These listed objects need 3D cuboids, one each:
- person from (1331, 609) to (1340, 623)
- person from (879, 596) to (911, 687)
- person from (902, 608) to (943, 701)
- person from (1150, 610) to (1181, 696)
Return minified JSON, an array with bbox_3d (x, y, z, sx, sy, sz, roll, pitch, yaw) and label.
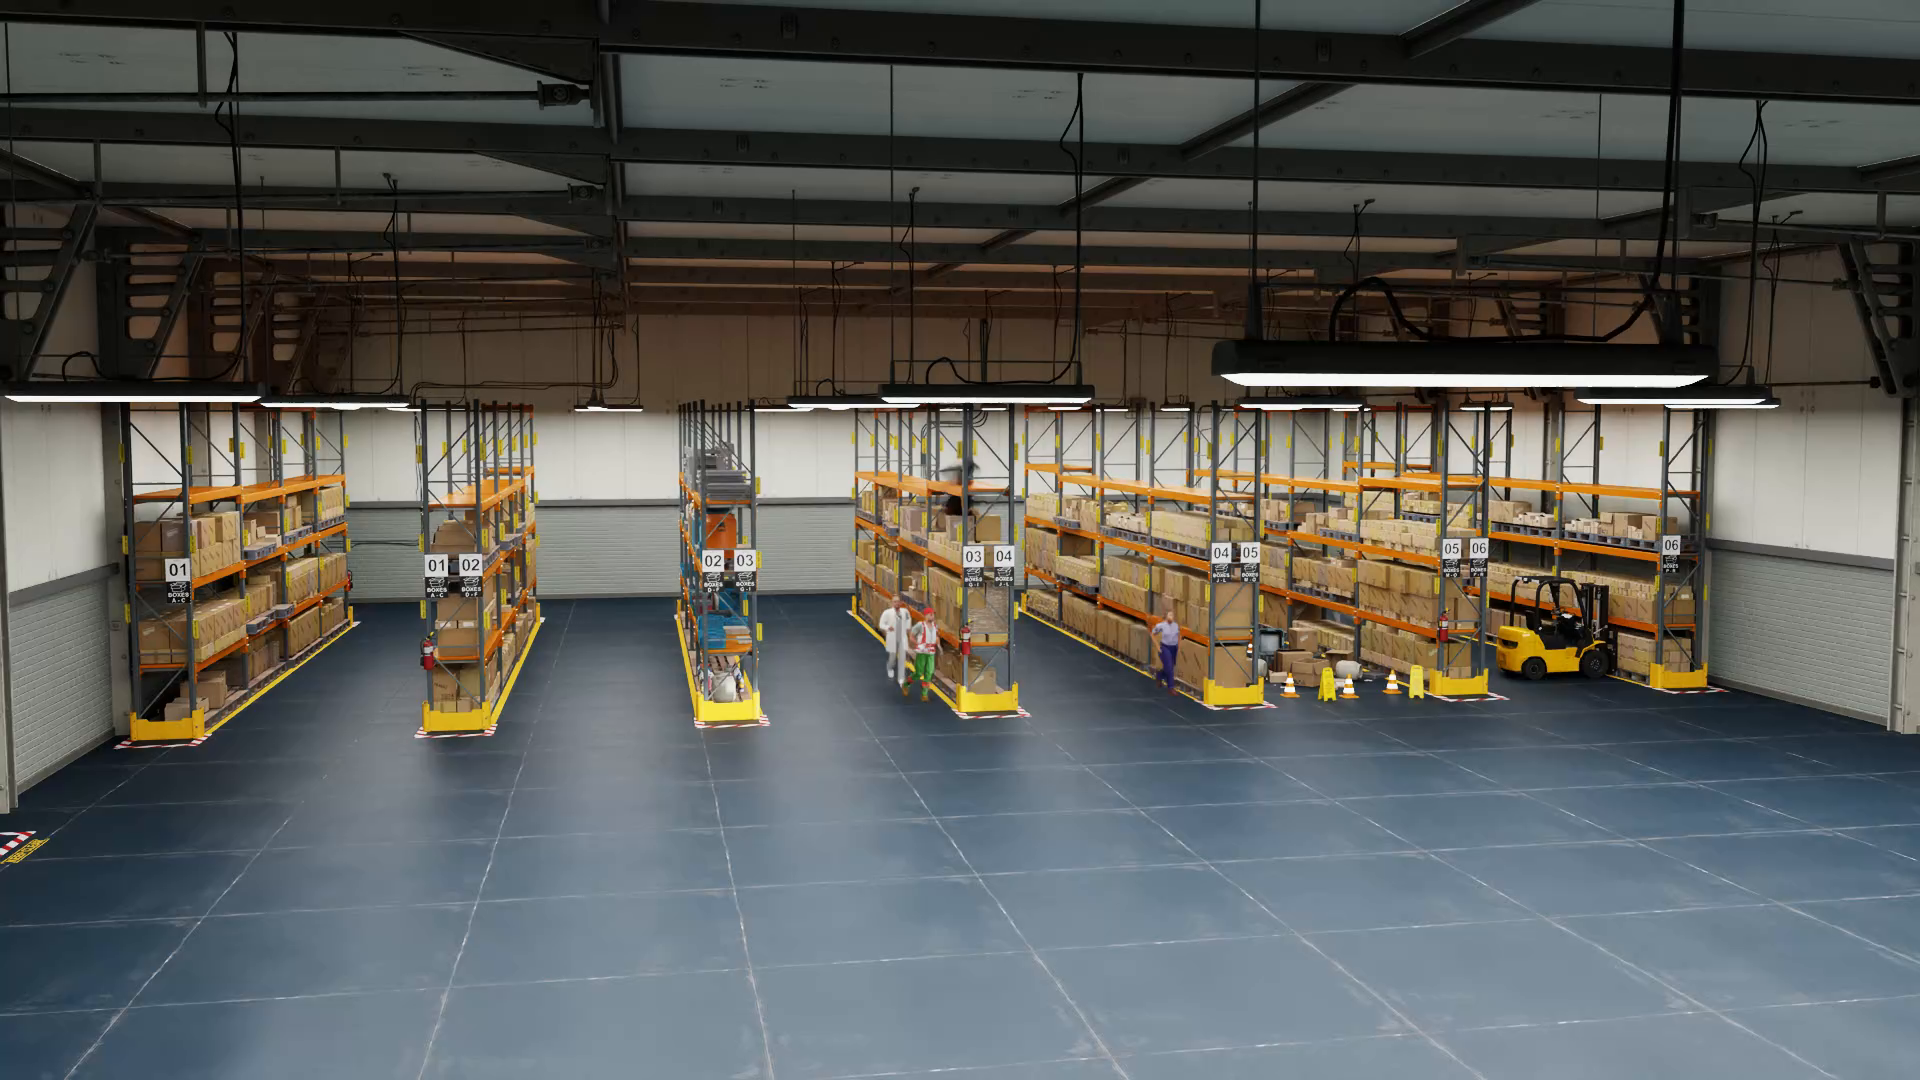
[{"bbox_3d":[9.971,1.516,44.239,0.672,1.803,0.739,-1,4,-16],"label":"person"},{"bbox_3d":[-1.280,2.017,33.517,0.712,1.776,1.037,-1,4,-15],"label":"person"},{"bbox_3d":[-0.641,2.166,31.768,0.715,1.757,0.838,-3,5,-36],"label":"person"},{"bbox_3d":[4.062,2.182,32.540,0.625,1.646,0.846,-3,5,-30],"label":"person"}]
